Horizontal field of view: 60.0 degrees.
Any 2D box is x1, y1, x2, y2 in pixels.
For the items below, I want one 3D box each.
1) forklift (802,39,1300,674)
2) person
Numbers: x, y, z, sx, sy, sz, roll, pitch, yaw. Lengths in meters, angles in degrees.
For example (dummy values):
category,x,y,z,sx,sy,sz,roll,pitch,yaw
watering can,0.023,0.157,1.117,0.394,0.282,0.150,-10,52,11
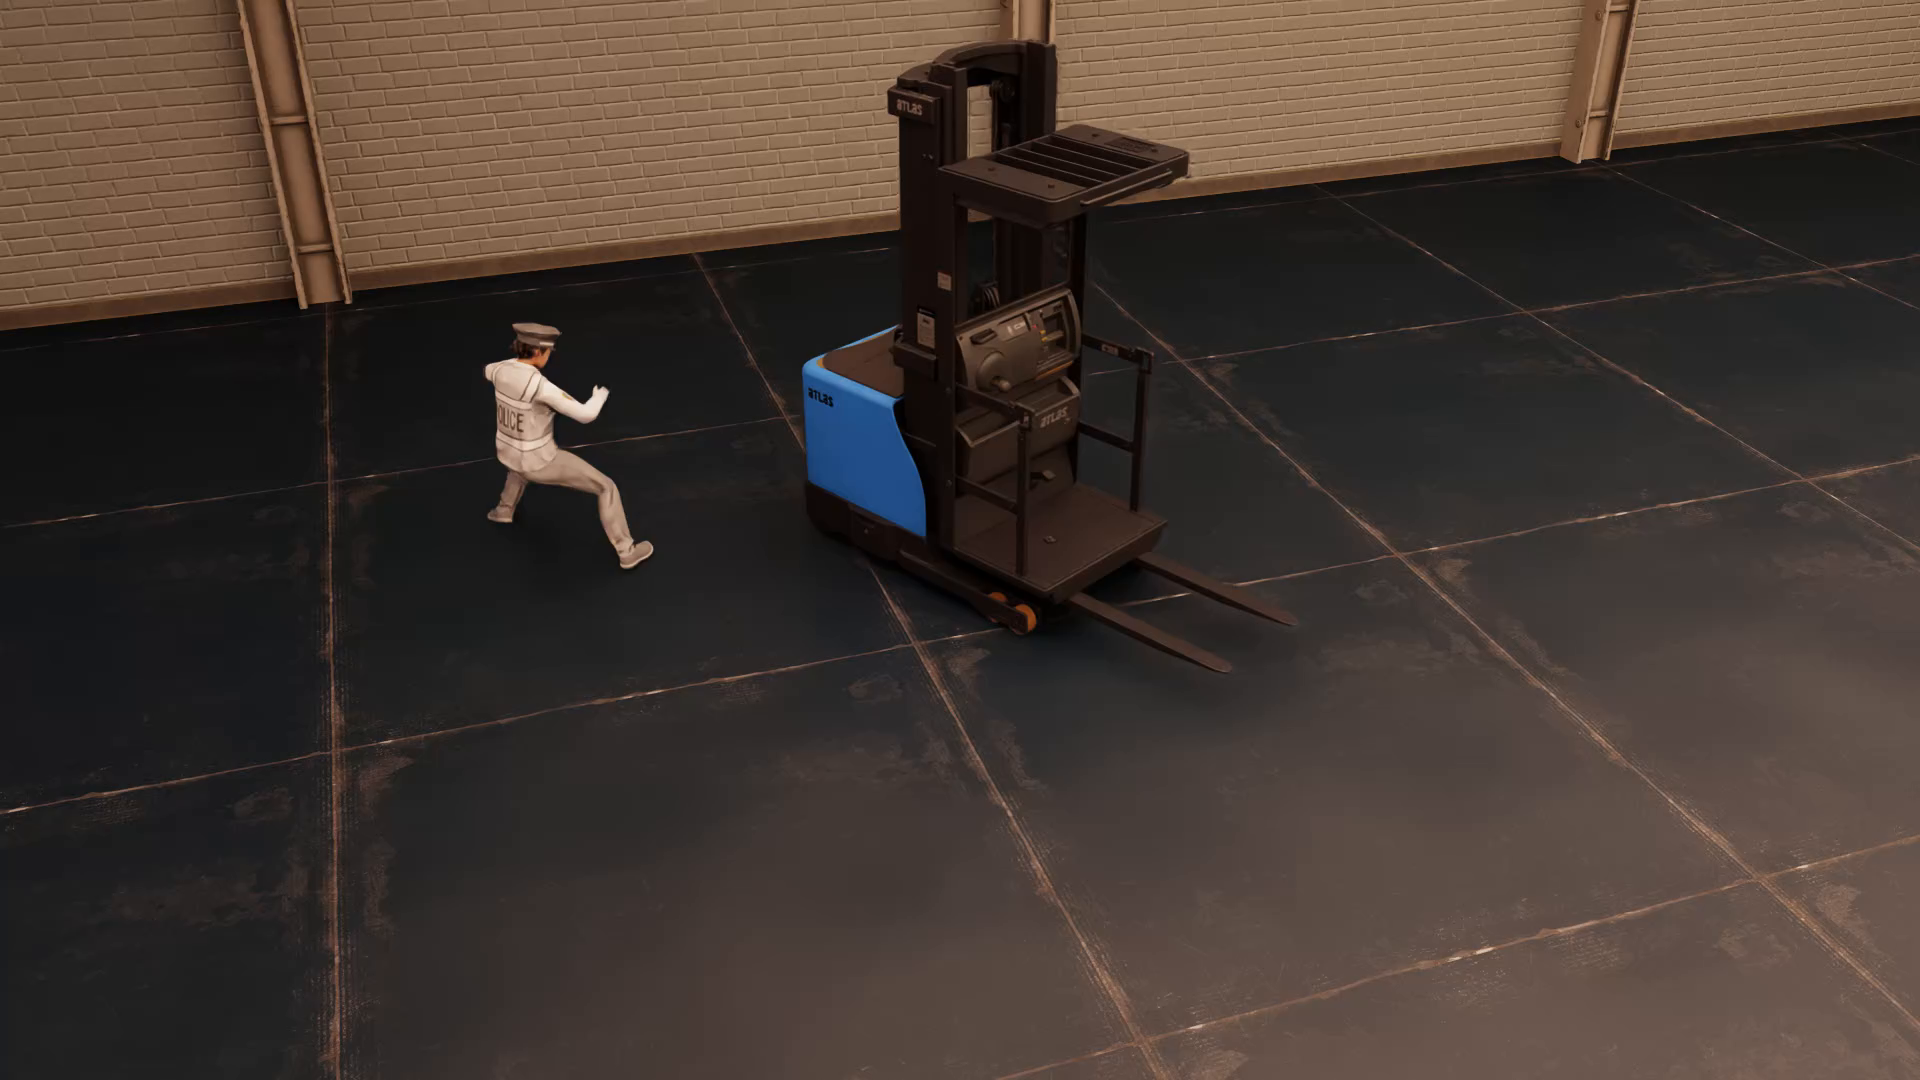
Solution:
category,x,y,z,sx,sy,sz,roll,pitch,yaw
forklift,0.479,-1.044,8.901,3.031,2.935,1.130,25,38,37
person,-2.372,-0.610,9.637,1.115,1.447,0.655,22,37,33
